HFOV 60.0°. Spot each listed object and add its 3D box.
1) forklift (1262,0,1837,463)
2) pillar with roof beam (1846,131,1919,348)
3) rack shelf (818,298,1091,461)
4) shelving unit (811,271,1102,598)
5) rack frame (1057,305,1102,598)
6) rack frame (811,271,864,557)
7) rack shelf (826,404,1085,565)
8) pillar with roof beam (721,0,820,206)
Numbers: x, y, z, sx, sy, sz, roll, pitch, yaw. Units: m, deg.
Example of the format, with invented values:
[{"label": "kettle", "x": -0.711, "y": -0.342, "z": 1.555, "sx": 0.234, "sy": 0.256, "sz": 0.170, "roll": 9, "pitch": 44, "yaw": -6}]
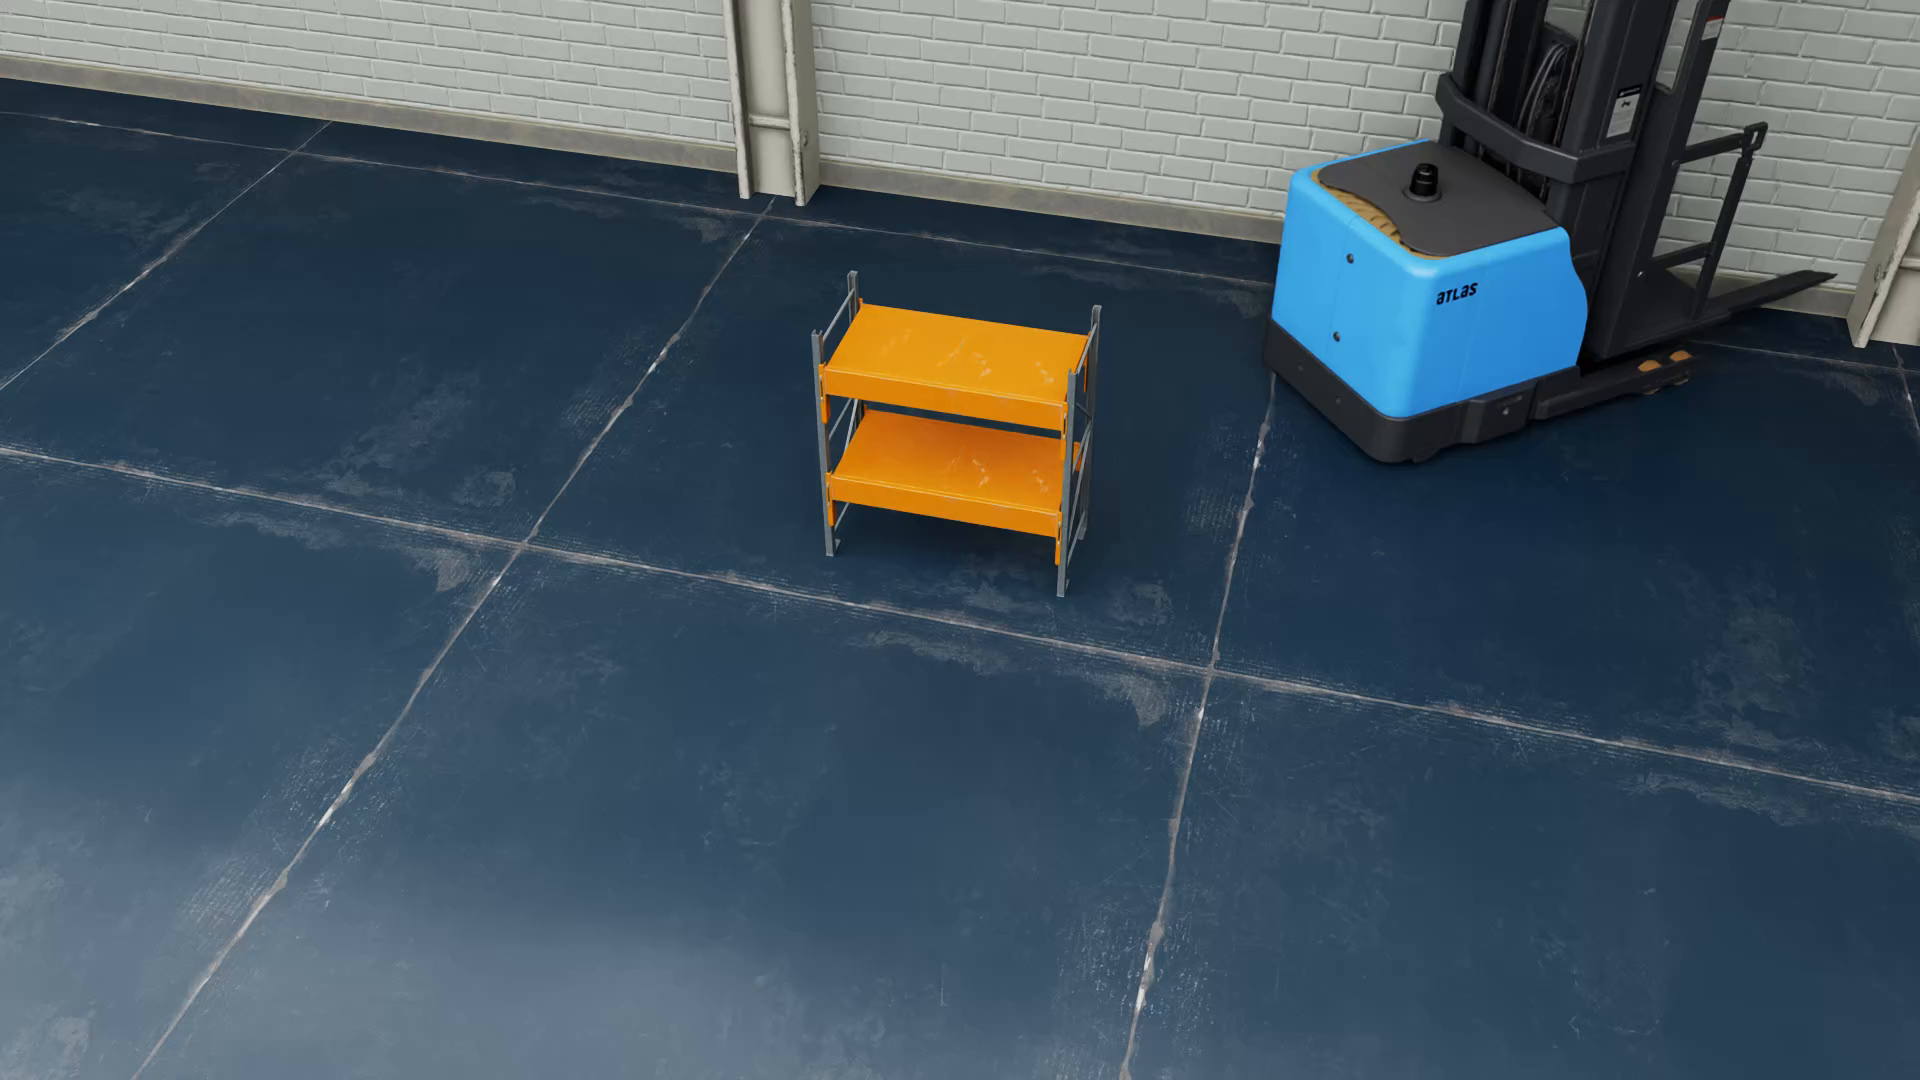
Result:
[{"label": "forklift", "x": 3.051, "y": -2.119, "z": 7.494, "sx": 3.031, "sy": 2.935, "sz": 1.130, "roll": -17, "pitch": 43, "yaw": -19}, {"label": "pillar with roof beam", "x": 3.642, "y": -1.814, "z": 2.413, "sx": 0.400, "sy": 9.000, "sz": 9.100, "roll": 10, "pitch": 41, "yaw": 11}, {"label": "rack shelf", "x": -0.007, "y": -0.656, "z": 6.701, "sx": 1.000, "sy": 0.278, "sz": 0.538, "roll": 10, "pitch": 41, "yaw": 11}, {"label": "shelving unit", "x": -0.007, "y": -0.432, "z": 6.890, "sx": 1.048, "sy": 1.125, "sz": 0.538, "roll": 10, "pitch": 41, "yaw": 11}, {"label": "rack frame", "x": 0.485, "y": -0.347, "z": 6.789, "sx": 0.032, "sy": 1.125, "sz": 0.500, "roll": 10, "pitch": 41, "yaw": 11}, {"label": "rack frame", "x": -0.498, "y": -0.516, "z": 6.990, "sx": 0.032, "sy": 1.125, "sz": 0.500, "roll": 10, "pitch": 41, "yaw": 11}, {"label": "rack shelf", "x": -0.007, "y": -0.245, "z": 7.047, "sx": 1.000, "sy": 0.278, "sz": 0.538, "roll": 10, "pitch": 41, "yaw": 11}, {"label": "pillar with roof beam", "x": -2.154, "y": -2.812, "z": 3.601, "sx": 0.400, "sy": 9.000, "sz": 9.100, "roll": 10, "pitch": 41, "yaw": 11}]
